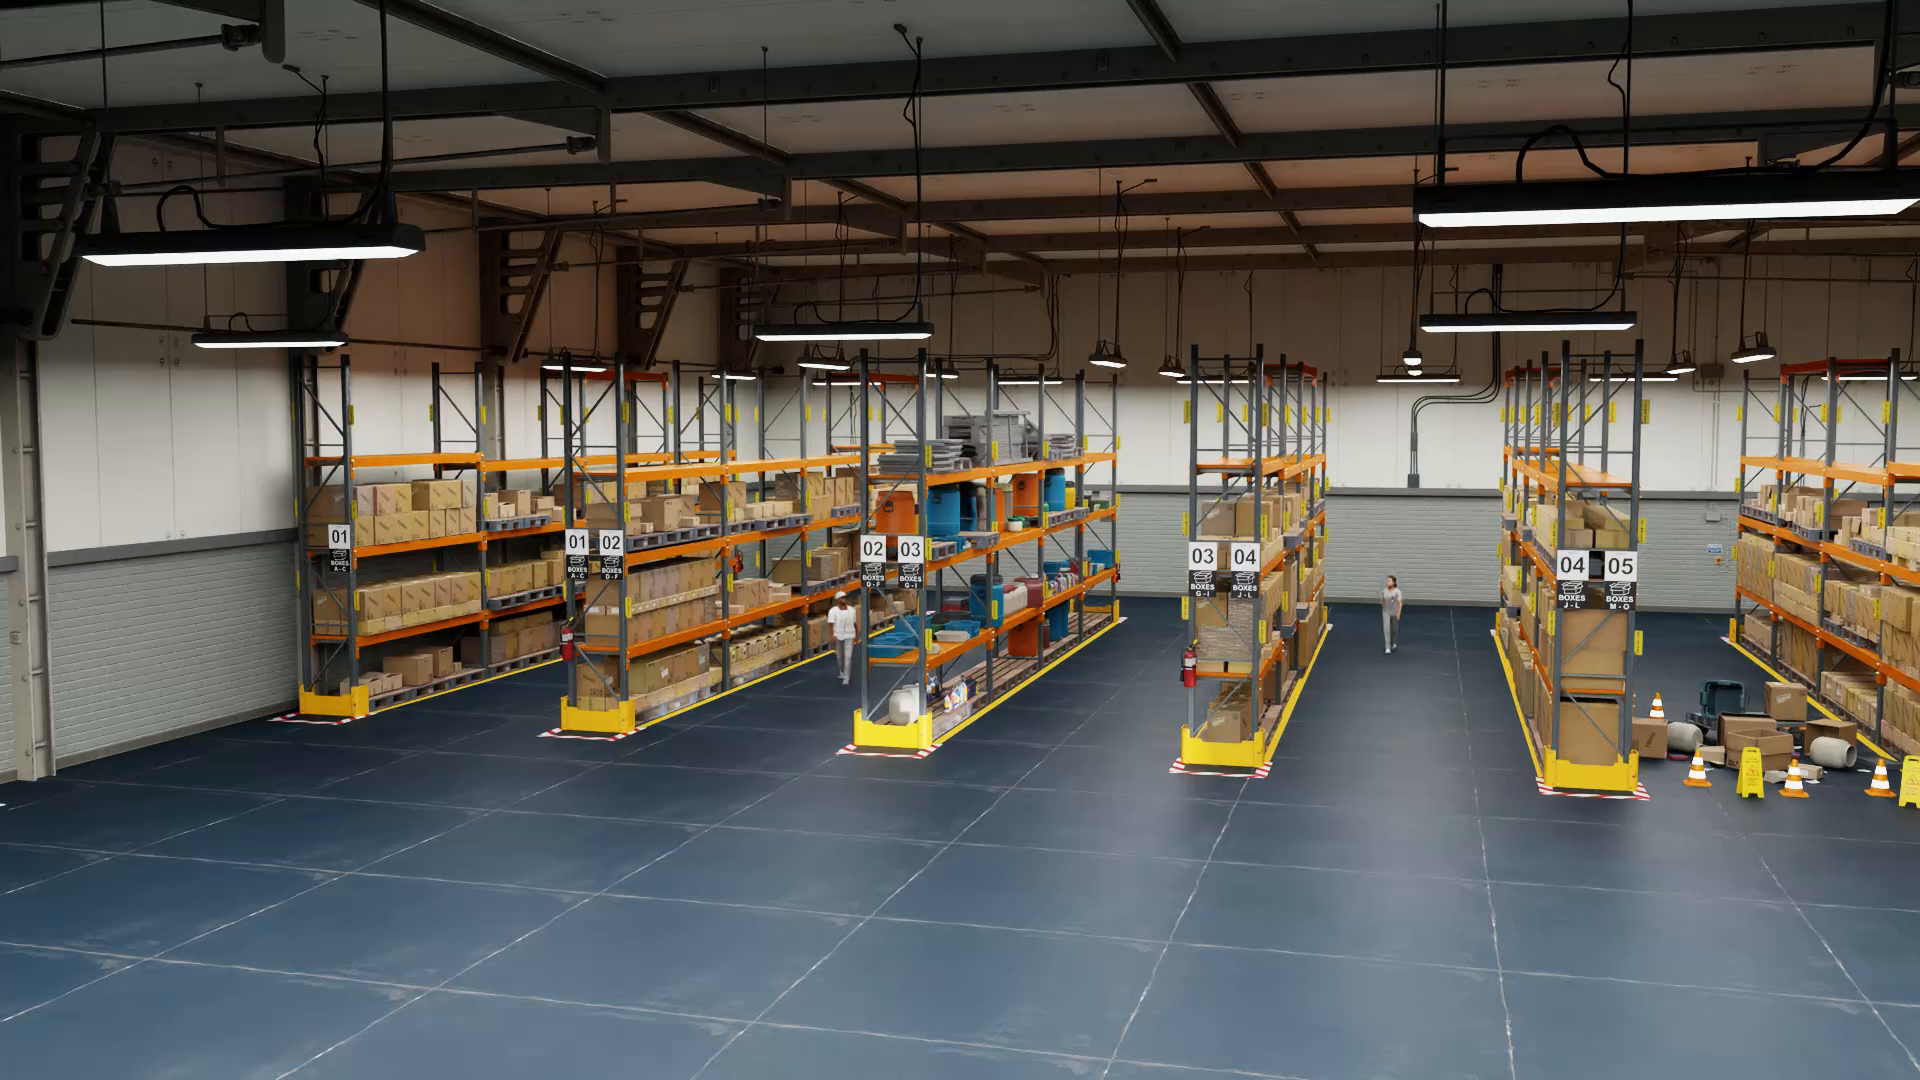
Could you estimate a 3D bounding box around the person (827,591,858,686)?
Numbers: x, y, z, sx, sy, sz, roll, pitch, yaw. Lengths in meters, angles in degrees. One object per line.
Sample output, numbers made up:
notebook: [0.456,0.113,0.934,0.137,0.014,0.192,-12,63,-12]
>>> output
person: [-2.193,1.812,30.838,0.514,1.712,1.052,1,4,7]

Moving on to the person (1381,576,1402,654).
person: [9.110,1.564,35.090,0.418,1.621,1.042,1,4,12]

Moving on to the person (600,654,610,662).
person: [-6.402,1.855,30.318,0.636,1.768,0.455,-4,6,-42]
